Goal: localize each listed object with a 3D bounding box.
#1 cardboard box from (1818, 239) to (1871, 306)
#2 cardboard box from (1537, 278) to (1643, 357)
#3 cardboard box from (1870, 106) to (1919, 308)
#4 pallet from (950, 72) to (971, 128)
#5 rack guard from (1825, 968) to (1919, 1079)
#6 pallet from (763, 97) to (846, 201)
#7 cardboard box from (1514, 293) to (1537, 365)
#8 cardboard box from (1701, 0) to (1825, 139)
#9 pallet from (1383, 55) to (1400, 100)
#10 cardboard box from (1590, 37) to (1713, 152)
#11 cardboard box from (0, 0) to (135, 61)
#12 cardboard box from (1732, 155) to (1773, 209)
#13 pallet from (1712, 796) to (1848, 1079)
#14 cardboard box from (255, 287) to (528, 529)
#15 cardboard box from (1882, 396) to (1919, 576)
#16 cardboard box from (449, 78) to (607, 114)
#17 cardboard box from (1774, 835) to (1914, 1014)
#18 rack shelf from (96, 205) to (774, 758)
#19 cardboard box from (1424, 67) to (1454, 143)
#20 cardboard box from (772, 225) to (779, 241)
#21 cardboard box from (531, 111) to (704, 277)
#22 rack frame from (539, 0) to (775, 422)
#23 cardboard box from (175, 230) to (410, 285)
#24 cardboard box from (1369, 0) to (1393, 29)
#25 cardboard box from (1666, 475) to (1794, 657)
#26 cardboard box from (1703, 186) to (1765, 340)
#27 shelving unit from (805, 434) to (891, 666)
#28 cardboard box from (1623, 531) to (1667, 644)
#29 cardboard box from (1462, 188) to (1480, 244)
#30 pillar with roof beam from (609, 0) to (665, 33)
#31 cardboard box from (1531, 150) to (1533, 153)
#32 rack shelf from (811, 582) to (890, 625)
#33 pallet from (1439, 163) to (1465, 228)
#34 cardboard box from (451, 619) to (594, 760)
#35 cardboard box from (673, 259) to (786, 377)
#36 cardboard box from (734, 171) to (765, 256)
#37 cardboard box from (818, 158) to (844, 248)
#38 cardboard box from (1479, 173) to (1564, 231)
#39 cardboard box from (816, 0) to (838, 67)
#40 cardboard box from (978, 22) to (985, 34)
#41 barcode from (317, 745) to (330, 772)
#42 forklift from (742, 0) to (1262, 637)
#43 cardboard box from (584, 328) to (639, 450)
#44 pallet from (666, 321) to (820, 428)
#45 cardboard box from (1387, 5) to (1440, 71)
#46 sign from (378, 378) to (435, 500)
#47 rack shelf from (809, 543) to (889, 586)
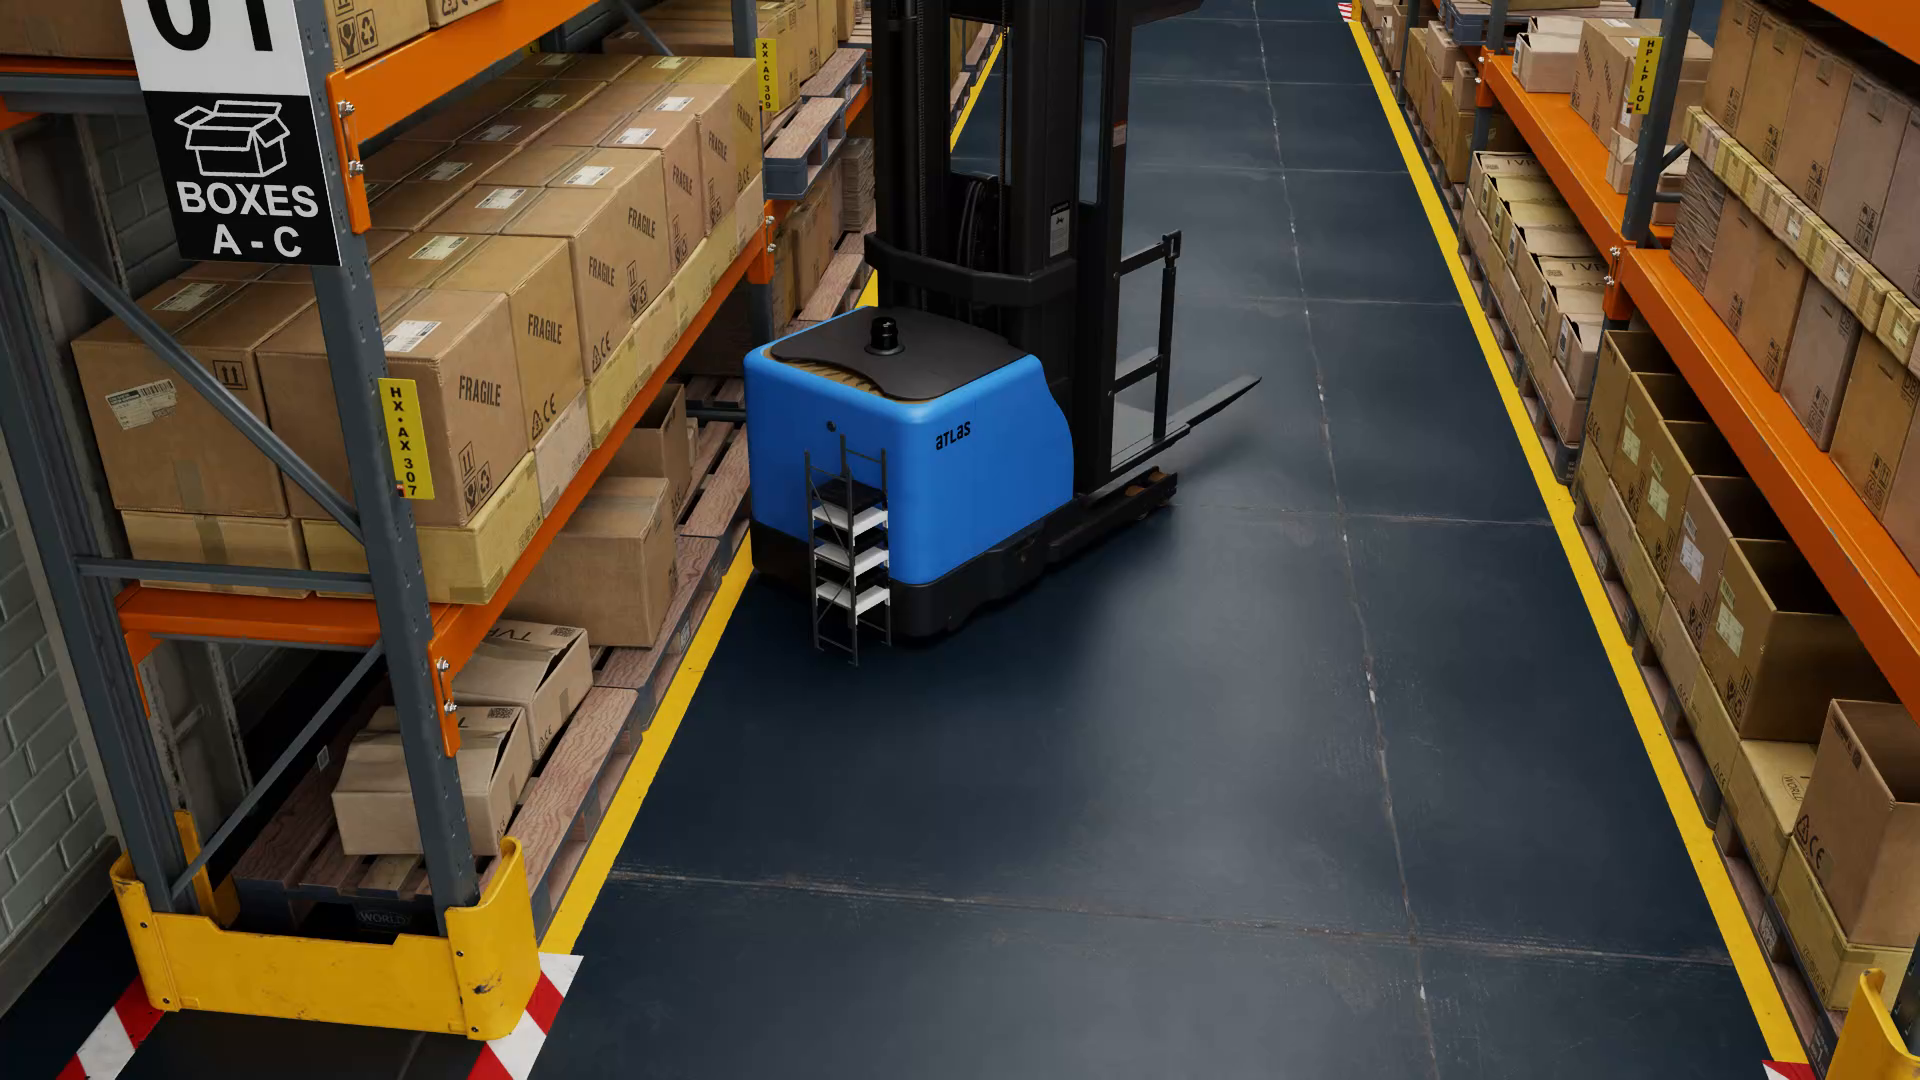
[{"bbox_3d":[3.044,-0.864,5.402,0.380,0.149,0.250,3,28,5],"label":"cardboard box"},{"bbox_3d":[3.311,-1.170,8.624,0.500,0.311,0.500,4,29,8],"label":"cardboard box"},{"bbox_3d":[3.195,-0.958,4.892,0.700,0.500,0.500,3,29,6],"label":"cardboard box"},{"bbox_3d":[-0.468,-3.953,14.865,1.003,0.211,1.213,3,28,6],"label":"pallet"},{"bbox_3d":[2.996,1.498,4.442,1.175,0.500,0.348,3,28,6],"label":"rack guard"},{"bbox_3d":[-1.190,-2.049,8.593,1.003,0.211,1.213,3,28,6],"label":"pallet"},{"bbox_3d":[3.378,-1.162,9.200,0.500,0.250,0.500,4,29,7],"label":"cardboard box"},{"bbox_3d":[3.440,-1.902,6.645,0.700,0.500,0.500,3,29,6],"label":"cardboard box"},{"bbox_3d":[4.554,-4.358,15.616,1.003,0.211,1.213,3,28,6],"label":"pallet"},{"bbox_3d":[3.725,-2.385,8.908,0.500,0.500,0.500,3,28,6],"label":"cardboard box"},{"bbox_3d":[-2.119,-1.484,4.053,0.500,0.500,0.500,5,29,10],"label":"cardboard box"},{"bbox_3d":[3.172,-1.347,6.299,0.380,0.149,0.250,3,28,6],"label":"cardboard box"},{"bbox_3d":[3.051,1.252,5.204,1.003,0.211,1.213,3,28,6],"label":"pallet"},{"bbox_3d":[-1.562,-0.380,4.639,0.500,0.500,0.500,3,28,6],"label":"cardboard box"},{"bbox_3d":[3.128,-0.124,4.712,0.700,0.500,0.500,4,29,8],"label":"cardboard box"},{"bbox_3d":[-1.760,-1.603,6.909,0.500,0.500,0.500,3,28,6],"label":"cardboard box"},{"bbox_3d":[2.771,1.143,4.923,0.500,0.250,0.500,3,28,6],"label":"cardboard box"},{"bbox_3d":[-1.673,-0.524,6.319,1.077,0.370,4.000,3,28,6],"label":"rack shelf"},{"bbox_3d":[3.982,-3.417,13.102,0.500,0.500,0.500,2,28,4],"label":"cardboard box"},{"bbox_3d":[-1.304,-1.761,9.237,0.500,0.250,0.500,3,28,5],"label":"cardboard box"},{"bbox_3d":[-1.307,-1.343,6.427,0.500,0.500,0.500,3,28,5],"label":"cardboard box"},{"bbox_3d":[-1.428,-1.782,7.896,1.000,3.000,0.127,3,28,6],"label":"rack frame"},{"bbox_3d":[-2.000,-0.643,5.127,0.500,0.500,0.500,4,29,7],"label":"cardboard box"},{"bbox_3d":[4.488,-5.418,17.079,0.500,0.250,0.500,3,28,6],"label":"cardboard box"},{"bbox_3d":[2.939,0.105,6.057,0.500,0.500,0.500,3,28,6],"label":"cardboard box"},{"bbox_3d":[3.382,-1.082,6.491,0.700,0.500,0.500,3,28,6],"label":"cardboard box"},{"bbox_3d":[-0.448,0.046,6.716,0.258,0.900,0.210,21,35,34],"label":"shelving unit"},{"bbox_3d":[2.998,0.200,6.672,0.500,0.250,0.500,3,28,6],"label":"cardboard box"},{"bbox_3d":[3.623,-2.124,10.986,0.500,0.250,0.500,3,28,6],"label":"cardboard box"},{"bbox_3d":[2.317,-5.495,8.461,9.100,9.000,0.400,3,28,6],"label":"pillar with roof beam"},{"bbox_3d":[4.318,-2.670,11.715,0.500,0.500,0.500,5,29,8],"label":"cardboard box"},{"bbox_3d":[-0.448,0.234,6.817,0.258,0.077,0.200,21,35,34],"label":"rack shelf"},{"bbox_3d":[4.108,-2.501,12.169,1.003,0.211,1.213,3,28,6],"label":"pallet"},{"bbox_3d":[-1.674,0.502,6.027,0.500,0.311,0.500,6,29,10],"label":"cardboard box"},{"bbox_3d":[-1.355,-1.223,9.029,0.700,0.500,0.500,4,29,8],"label":"cardboard box"},{"bbox_3d":[-1.185,-1.485,7.480,0.500,0.250,0.500,3,29,6],"label":"cardboard box"},{"bbox_3d":[-1.153,-2.181,10.807,0.700,0.500,0.500,3,28,6],"label":"cardboard box"},{"bbox_3d":[3.567,-2.123,10.393,0.500,0.311,0.500,3,28,5],"label":"cardboard box"},{"bbox_3d":[-1.116,-3.093,9.760,0.700,0.500,0.500,3,28,6],"label":"cardboard box"},{"bbox_3d":[-0.125,-5.456,16.908,0.700,0.500,0.500,4,29,7],"label":"cardboard box"},{"bbox_3d":[-2.139,0.734,5.586,0.001,0.075,0.075,3,28,6],"label":"barcode"},{"bbox_3d":[0.398,-1.519,7.479,1.130,2.935,3.031,21,35,34],"label":"forklift"},{"bbox_3d":[-1.426,-0.538,5.724,0.500,0.250,0.500,3,28,5],"label":"cardboard box"},{"bbox_3d":[-1.334,-0.921,9.238,1.003,0.211,1.213,3,28,6],"label":"pallet"},{"bbox_3d":[4.257,-4.640,15.372,0.500,0.500,0.500,3,28,6],"label":"cardboard box"},{"bbox_3d":[-1.380,-0.249,4.137,0.100,0.325,0.005,3,28,6],"label":"sign"},{"bbox_3d":[-0.448,0.075,6.732,0.258,0.077,0.200,21,35,34],"label":"rack shelf"}]
